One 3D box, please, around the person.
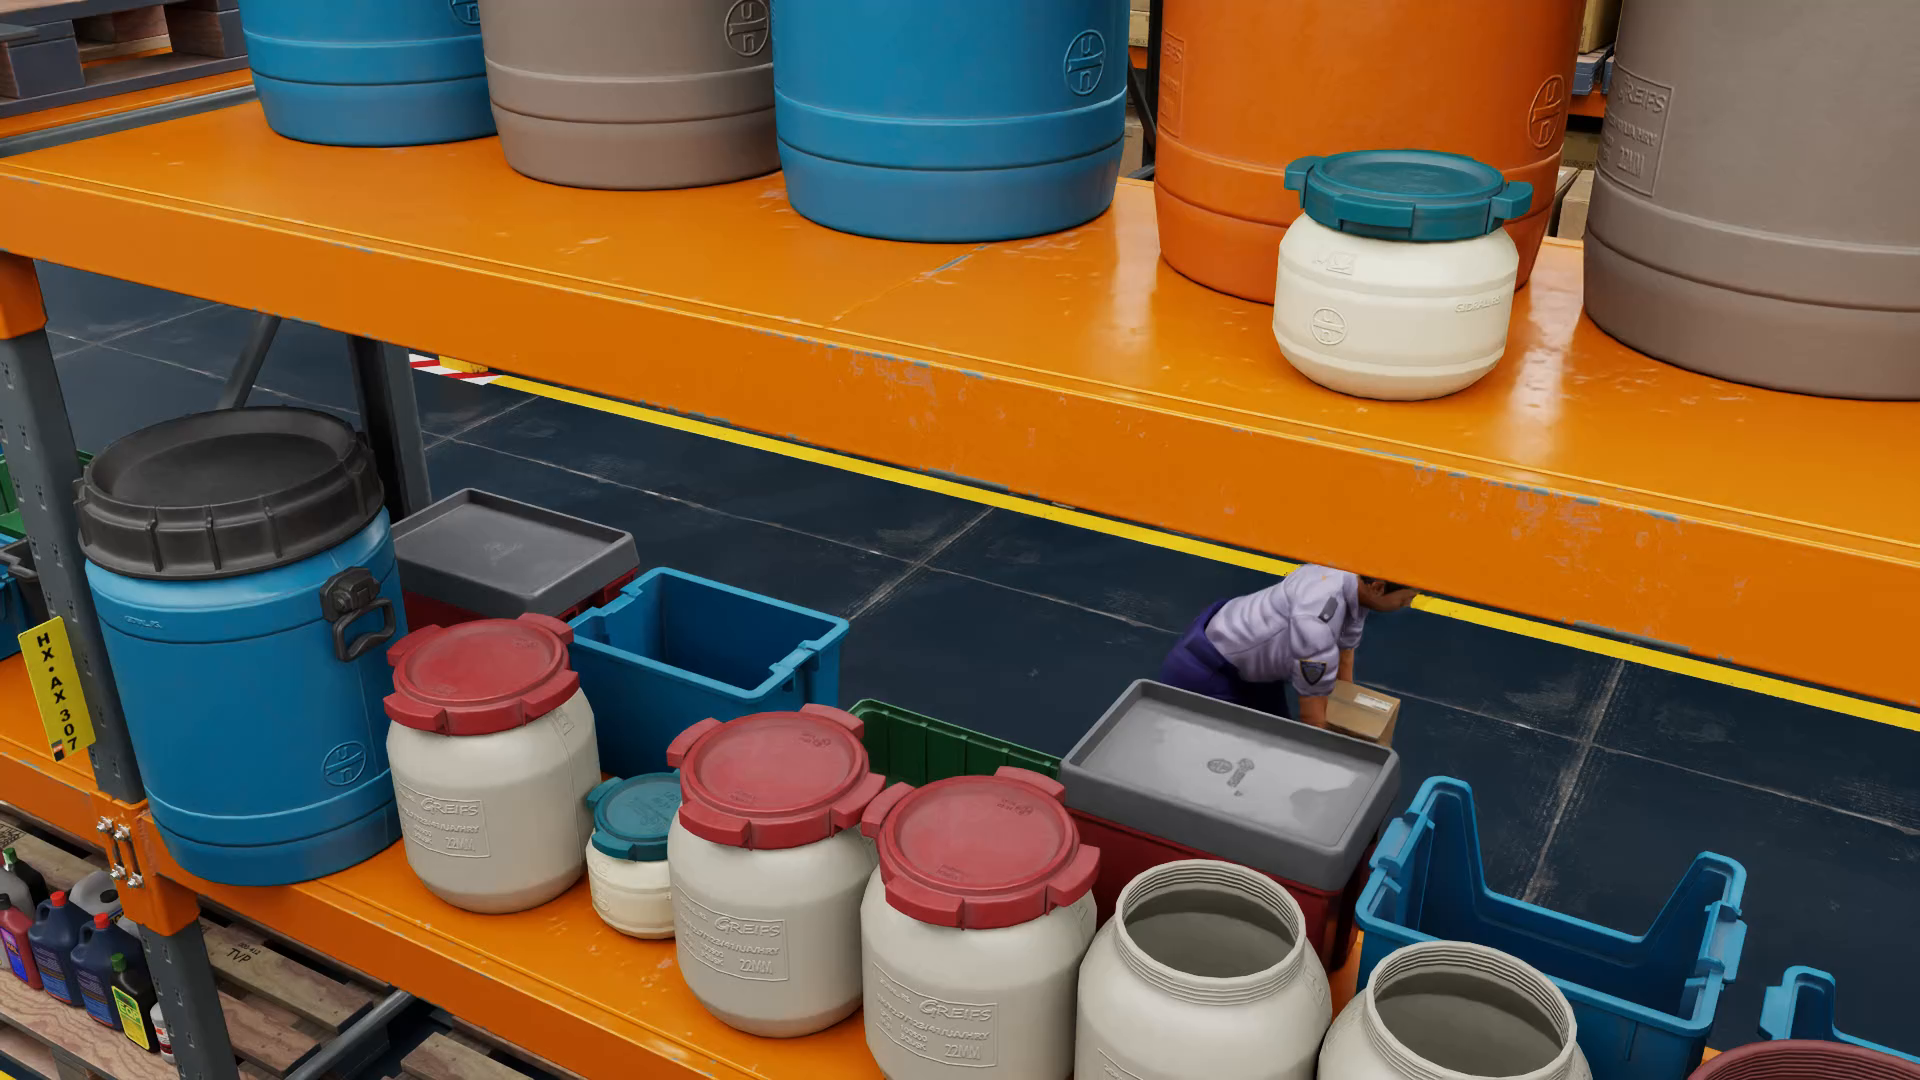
[{"bbox_3d":[1.045,0.571,5.288,0.724,1.393,0.449,13,30,25],"label":"person"}]
